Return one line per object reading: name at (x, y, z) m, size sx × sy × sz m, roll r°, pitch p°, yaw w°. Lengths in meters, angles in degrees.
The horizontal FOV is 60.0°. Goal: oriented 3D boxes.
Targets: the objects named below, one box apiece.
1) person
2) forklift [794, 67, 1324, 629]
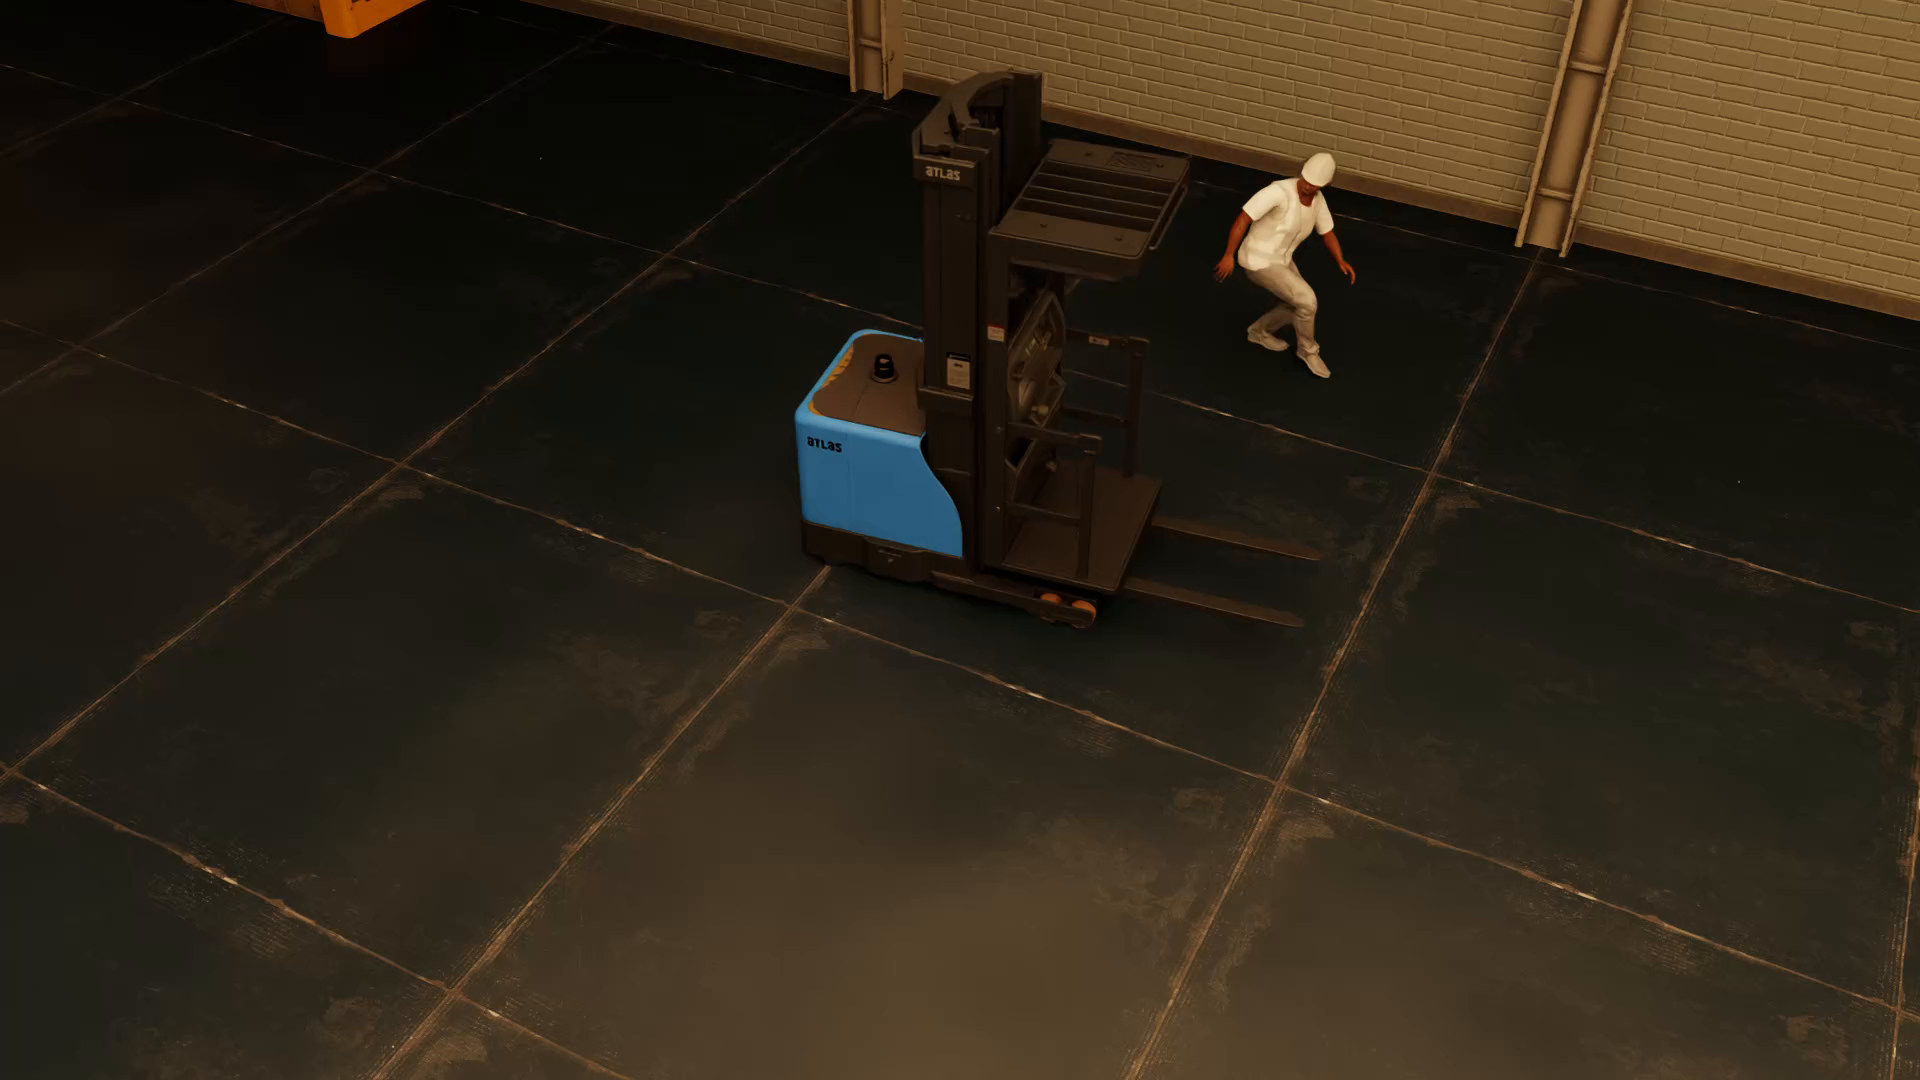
person at (2.250, -1.843, 11.260) m, size 0.814 × 1.557 × 0.806 m, roll 26°, pitch 47°, yaw 28°
forklift at (0.609, -0.993, 9.165) m, size 3.031 × 2.935 × 1.130 m, roll 13°, pitch 42°, yaw 15°
